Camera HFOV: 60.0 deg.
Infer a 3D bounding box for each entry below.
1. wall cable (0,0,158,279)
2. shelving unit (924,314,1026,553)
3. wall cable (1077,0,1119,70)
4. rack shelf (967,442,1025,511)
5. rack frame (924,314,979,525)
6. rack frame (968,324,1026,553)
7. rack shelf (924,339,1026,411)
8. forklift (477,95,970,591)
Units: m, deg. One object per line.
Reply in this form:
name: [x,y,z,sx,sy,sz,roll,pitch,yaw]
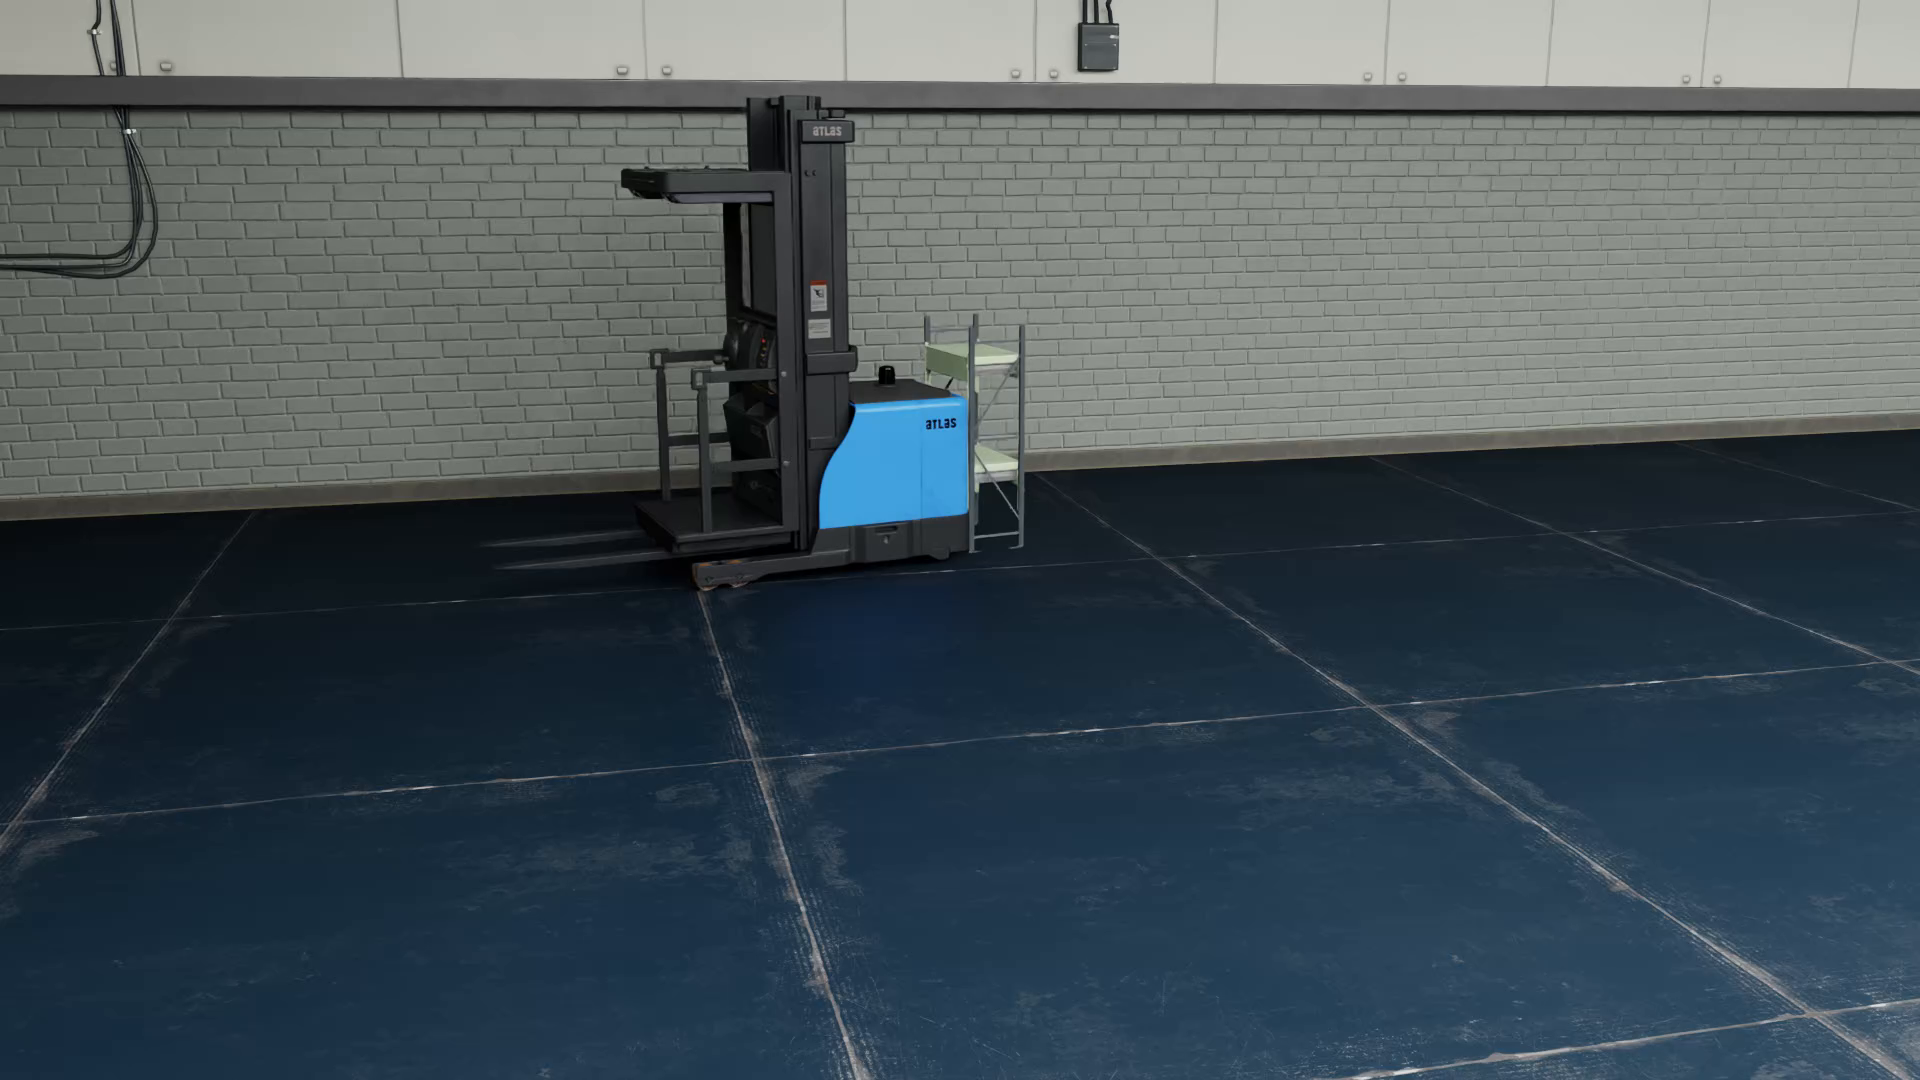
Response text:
wall cable: [-7.171,-2.977,11.192,3.097,2.526,0.112,-3,14,-13]
shelving unit: [0.092,-0.741,11.300,0.431,1.500,0.755,-6,15,-23]
wall cable: [2.061,-6.663,12.571,2.305,6.003,0.169,-3,14,-13]
rack shelf: [0.092,-0.424,11.378,0.431,0.370,0.720,-6,15,-23]
rack frame: [-0.058,-0.820,11.625,0.400,1.500,0.023,-6,15,-23]
rack frame: [0.242,-0.662,10.976,0.400,1.500,0.023,-6,15,-23]
rack shelf: [0.092,-1.120,11.208,0.431,0.370,0.720,-6,15,-23]
forklift: [-1.499,-1.257,10.397,3.031,2.935,1.130,-6,15,-23]
